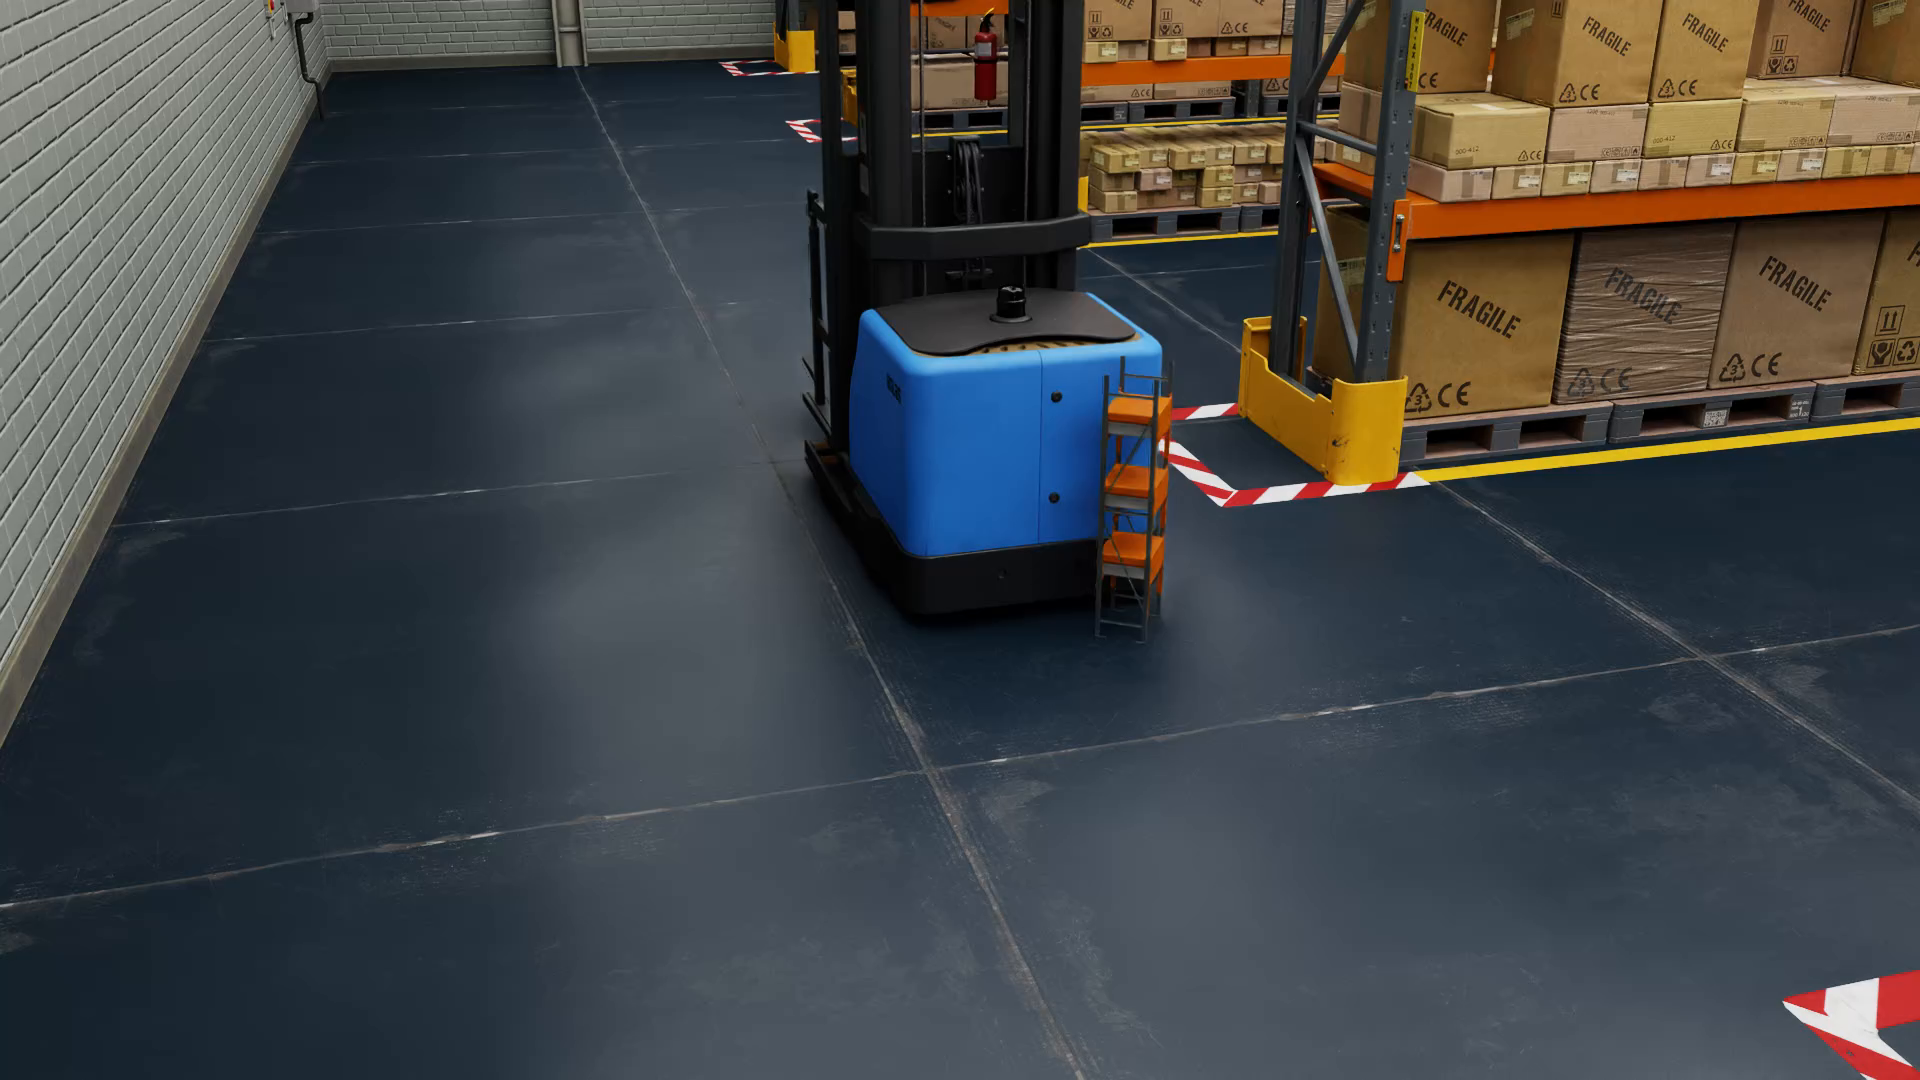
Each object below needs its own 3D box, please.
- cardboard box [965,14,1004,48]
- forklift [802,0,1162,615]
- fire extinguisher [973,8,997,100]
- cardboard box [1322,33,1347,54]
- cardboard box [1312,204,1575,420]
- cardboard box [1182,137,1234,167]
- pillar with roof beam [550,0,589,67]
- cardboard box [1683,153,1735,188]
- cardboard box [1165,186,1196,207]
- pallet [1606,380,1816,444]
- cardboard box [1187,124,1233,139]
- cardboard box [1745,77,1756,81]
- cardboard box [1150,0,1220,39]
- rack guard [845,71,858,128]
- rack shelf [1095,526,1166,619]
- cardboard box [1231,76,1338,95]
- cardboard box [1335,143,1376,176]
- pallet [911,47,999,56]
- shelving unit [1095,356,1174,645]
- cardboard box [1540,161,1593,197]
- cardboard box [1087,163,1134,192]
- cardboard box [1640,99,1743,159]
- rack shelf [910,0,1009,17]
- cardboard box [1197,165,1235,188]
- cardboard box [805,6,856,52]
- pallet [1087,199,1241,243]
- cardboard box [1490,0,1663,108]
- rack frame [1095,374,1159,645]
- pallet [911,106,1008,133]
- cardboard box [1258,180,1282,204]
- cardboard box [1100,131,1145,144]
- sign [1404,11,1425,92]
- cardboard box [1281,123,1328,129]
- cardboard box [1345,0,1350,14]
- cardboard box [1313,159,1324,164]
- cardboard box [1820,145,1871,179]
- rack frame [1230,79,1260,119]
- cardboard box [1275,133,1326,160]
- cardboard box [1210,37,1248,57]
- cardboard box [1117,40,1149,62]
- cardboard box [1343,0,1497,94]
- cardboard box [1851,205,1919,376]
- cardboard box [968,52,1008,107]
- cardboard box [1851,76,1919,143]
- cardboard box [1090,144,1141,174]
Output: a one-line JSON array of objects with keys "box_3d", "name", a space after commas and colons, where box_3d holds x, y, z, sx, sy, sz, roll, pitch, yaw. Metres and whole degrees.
[{"box_3d": [0.230, -6.776, 21.876, 0.500, 0.500, 0.700, -7, 24, -16], "name": "cardboard box"}, {"box_3d": [-0.110, -1.614, 7.294, 1.130, 2.935, 3.031, -6, 24, -15], "name": "forklift"}, {"box_3d": [0.194, -3.705, 12.651, 0.183, 0.674, 0.296, -6, 24, -14], "name": "fire extinguisher"}, {"box_3d": [2.715, -3.761, 12.529, 0.250, 0.149, 0.380, -6, 24, -13], "name": "cardboard box"}, {"box_3d": [2.398, -1.184, 8.368, 0.875, 0.875, 0.875, -6, 24, -14], "name": "cardboard box"}, {"box_3d": [1.884, -2.957, 12.667, 0.250, 0.149, 0.380, -8, 24, -17], "name": "cardboard box"}, {"box_3d": [-3.894, -8.693, 16.098, 0.400, 9.000, 9.100, -6, 24, -14], "name": "pillar with roof beam"}, {"box_3d": [3.472, -1.804, 7.970, 0.250, 0.149, 0.380, -7, 24, -15], "name": "cardboard box"}, {"box_3d": [1.619, -2.668, 12.748, 0.250, 0.149, 0.380, -6, 24, -14], "name": "cardboard box"}, {"box_3d": [3.725, -0.831, 8.920, 1.213, 0.211, 1.003, -6, 24, -14], "name": "pallet"}, {"box_3d": [1.985, -3.206, 13.246, 0.250, 0.149, 0.380, -5, 24, -12], "name": "cardboard box"}, {"box_3d": [3.678, -2.255, 8.513, 0.500, 0.250, 0.500, -6, 24, -14], "name": "cardboard box"}, {"box_3d": [1.577, -3.955, 12.160, 0.500, 0.500, 0.500, -6, 24, -14], "name": "cardboard box"}, {"box_3d": [-0.896, -4.480, 17.058, 0.348, 0.500, 1.175, -6, 24, -14], "name": "rack guard"}, {"box_3d": [0.652, 0.122, 6.366, 0.215, 0.259, 0.240, 8, 24, 17], "name": "rack shelf"}, {"box_3d": [3.553, -5.371, 18.125, 0.875, 0.875, 0.875, -6, 24, -13], "name": "cardboard box"}, {"box_3d": [2.058, -1.917, 8.232, 0.250, 0.149, 0.380, -6, 24, -13], "name": "cardboard box"}, {"box_3d": [-0.205, -6.456, 22.029, 1.213, 0.211, 1.003, -6, 24, -14], "name": "pallet"}, {"box_3d": [0.652, -0.144, 6.253, 0.215, 1.050, 0.252, 8, 24, 17], "name": "shelving unit"}, {"box_3d": [2.728, -1.722, 7.777, 0.250, 0.149, 0.380, -7, 24, -16], "name": "cardboard box"}, {"box_3d": [1.135, -2.741, 12.540, 0.250, 0.149, 0.380, -5, 24, -12], "name": "cardboard box"}, {"box_3d": [3.322, -1.996, 7.910, 0.500, 0.250, 0.500, -7, 24, -16], "name": "cardboard box"}, {"box_3d": [1.052, -5.514, 17.209, 4.000, 0.370, 1.077, -6, 24, -14], "name": "rack shelf"}, {"box_3d": [1.902, -2.795, 12.665, 0.250, 0.149, 0.380, -6, 24, -13], "name": "cardboard box"}, {"box_3d": [-1.603, -6.591, 21.439, 0.637, 0.503, 0.797, -7, 24, -16], "name": "cardboard box"}, {"box_3d": [1.426, -2.563, 12.955, 1.213, 0.211, 1.003, -6, 24, -14], "name": "pallet"}, {"box_3d": [2.820, -2.284, 7.630, 0.500, 0.500, 0.500, -7, 24, -16], "name": "cardboard box"}, {"box_3d": [0.613, -0.098, 6.147, 0.200, 1.050, 0.008, 8, 24, 17], "name": "rack frame"}, {"box_3d": [-0.124, -4.465, 17.389, 1.213, 0.211, 1.003, -6, 24, -14], "name": "pallet"}, {"box_3d": [2.378, -2.711, 12.847, 0.250, 0.149, 0.380, -8, 24, -17], "name": "cardboard box"}, {"box_3d": [1.260, -3.077, 12.945, 0.250, 0.149, 0.380, -6, 24, -13], "name": "cardboard box"}, {"box_3d": [1.948, -2.092, 7.124, 0.005, 0.325, 0.100, -6, 24, -14], "name": "sign"}, {"box_3d": [2.761, -3.242, 13.330, 0.250, 0.149, 0.380, -7, 24, -17], "name": "cardboard box"}, {"box_3d": [3.044, -4.106, 12.511, 0.500, 0.500, 0.500, -6, 24, -15], "name": "cardboard box"}, {"box_3d": [2.645, -2.929, 12.977, 0.250, 0.149, 0.380, -5, 24, -12], "name": "cardboard box"}, {"box_3d": [4.213, -1.886, 8.160, 0.250, 0.149, 0.380, -7, 24, -15], "name": "cardboard box"}, {"box_3d": [2.978, -6.058, 17.564, 0.127, 3.000, 1.000, -6, 24, -14], "name": "rack frame"}, {"box_3d": [2.635, -3.057, 12.899, 0.250, 0.149, 0.380, -6, 24, -14], "name": "cardboard box"}, {"box_3d": [1.949, -3.708, 12.407, 0.250, 0.149, 0.380, -7, 24, -15], "name": "cardboard box"}, {"box_3d": [1.196, -3.601, 12.156, 0.250, 0.149, 0.380, -5, 24, -12], "name": "cardboard box"}, {"box_3d": [2.202, -2.433, 7.979, 0.500, 0.500, 0.500, -6, 24, -14], "name": "cardboard box"}, {"box_3d": [4.998, -1.472, 9.039, 0.875, 0.875, 0.875, -6, 24, -14], "name": "cardboard box"}, {"box_3d": [0.614, -4.856, 17.480, 0.875, 0.438, 0.875, -6, 24, -13], "name": "cardboard box"}, {"box_3d": [4.803, -2.160, 8.294, 0.500, 0.250, 0.500, -6, 24, -13], "name": "cardboard box"}, {"box_3d": [1.157, -2.846, 12.408, 0.250, 0.149, 0.380, -7, 24, -17], "name": "cardboard box"}]
